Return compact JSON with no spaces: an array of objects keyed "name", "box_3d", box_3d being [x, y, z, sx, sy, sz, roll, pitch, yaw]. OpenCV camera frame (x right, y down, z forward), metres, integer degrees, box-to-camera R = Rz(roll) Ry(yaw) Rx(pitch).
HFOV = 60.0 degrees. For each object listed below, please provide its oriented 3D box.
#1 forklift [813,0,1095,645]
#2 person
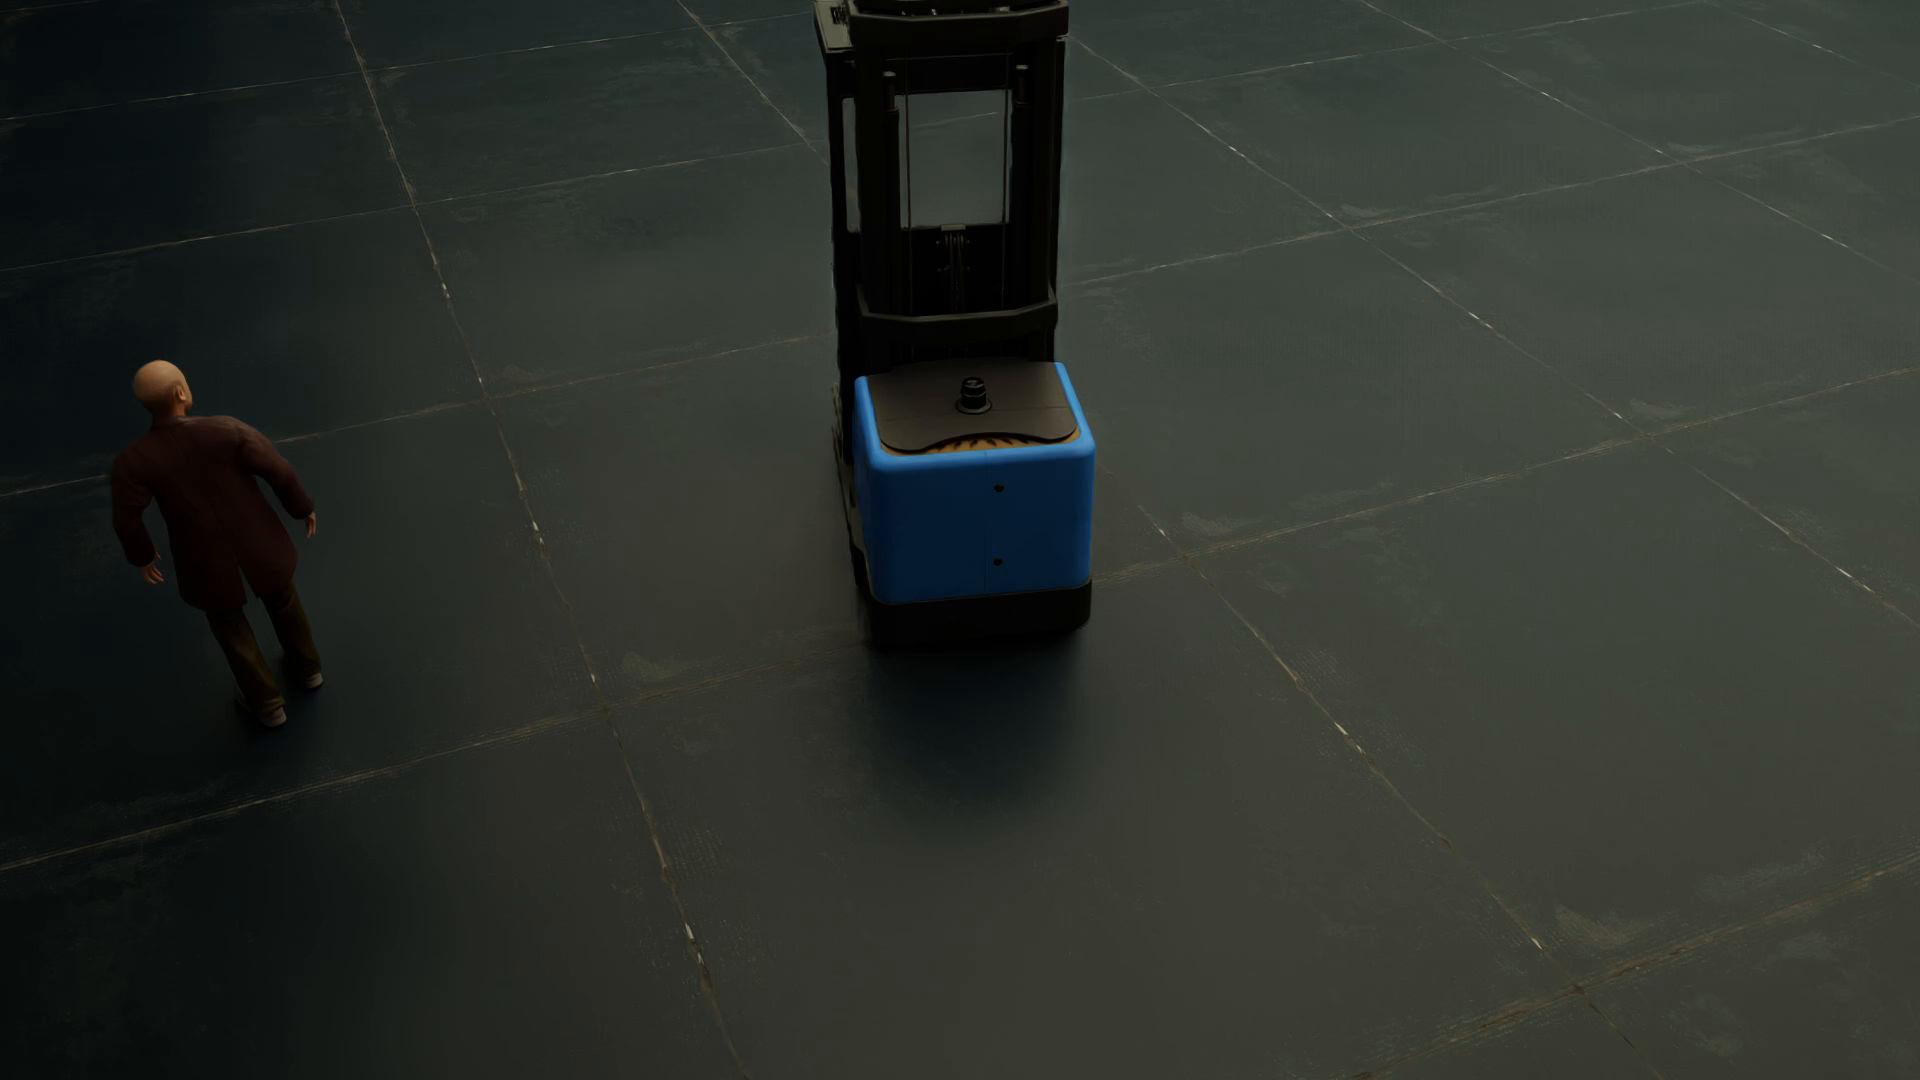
[{"name":"forklift","box_3d":[-0.105,-1.547,8.274,1.130,2.935,3.031,-5,36,-7]},{"name":"person","box_3d":[-3.167,-0.023,7.133,0.769,1.772,0.561,-19,40,-25]}]
